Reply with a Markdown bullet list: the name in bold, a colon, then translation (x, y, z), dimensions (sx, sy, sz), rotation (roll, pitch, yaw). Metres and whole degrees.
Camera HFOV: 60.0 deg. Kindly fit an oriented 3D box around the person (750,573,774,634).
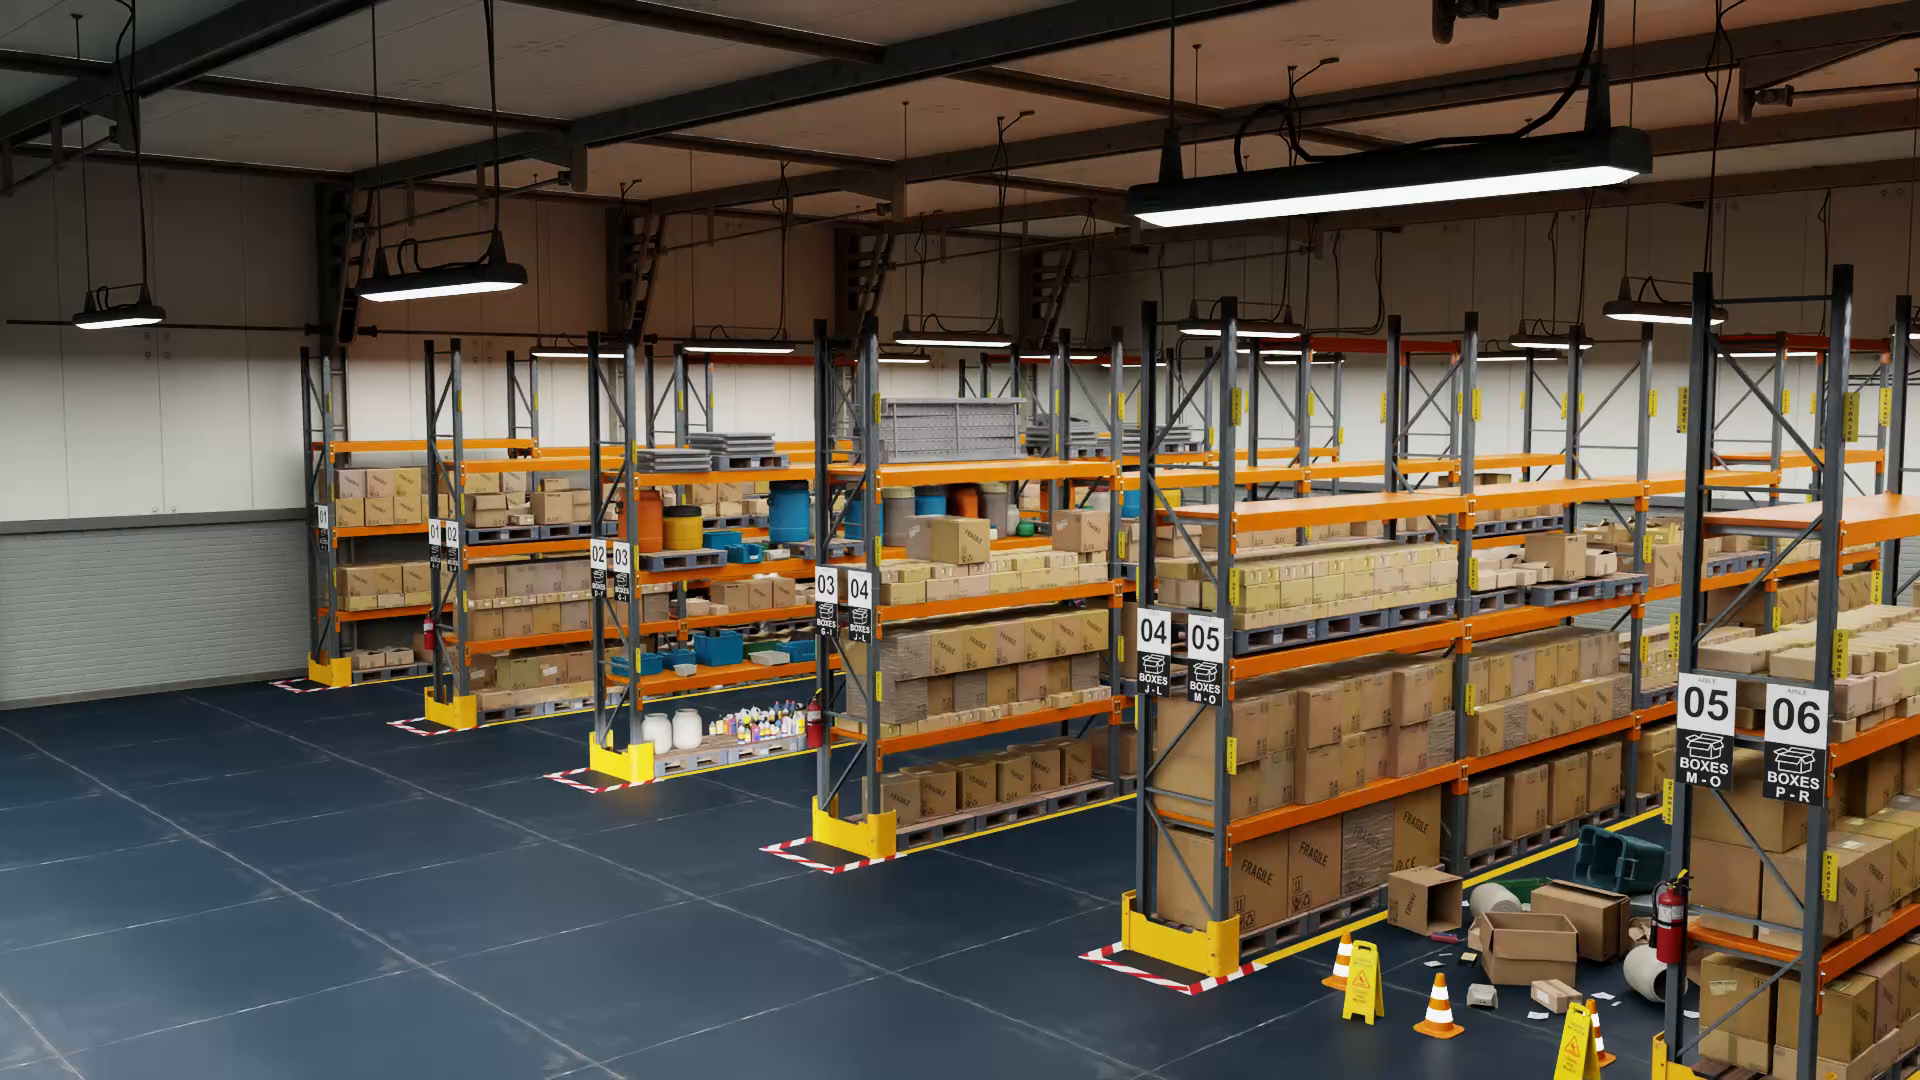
- **person**: translation (-4.084, 1.274, 34.295), dimensions (0.596, 1.769, 0.581), rotation (1, 5, 12)
